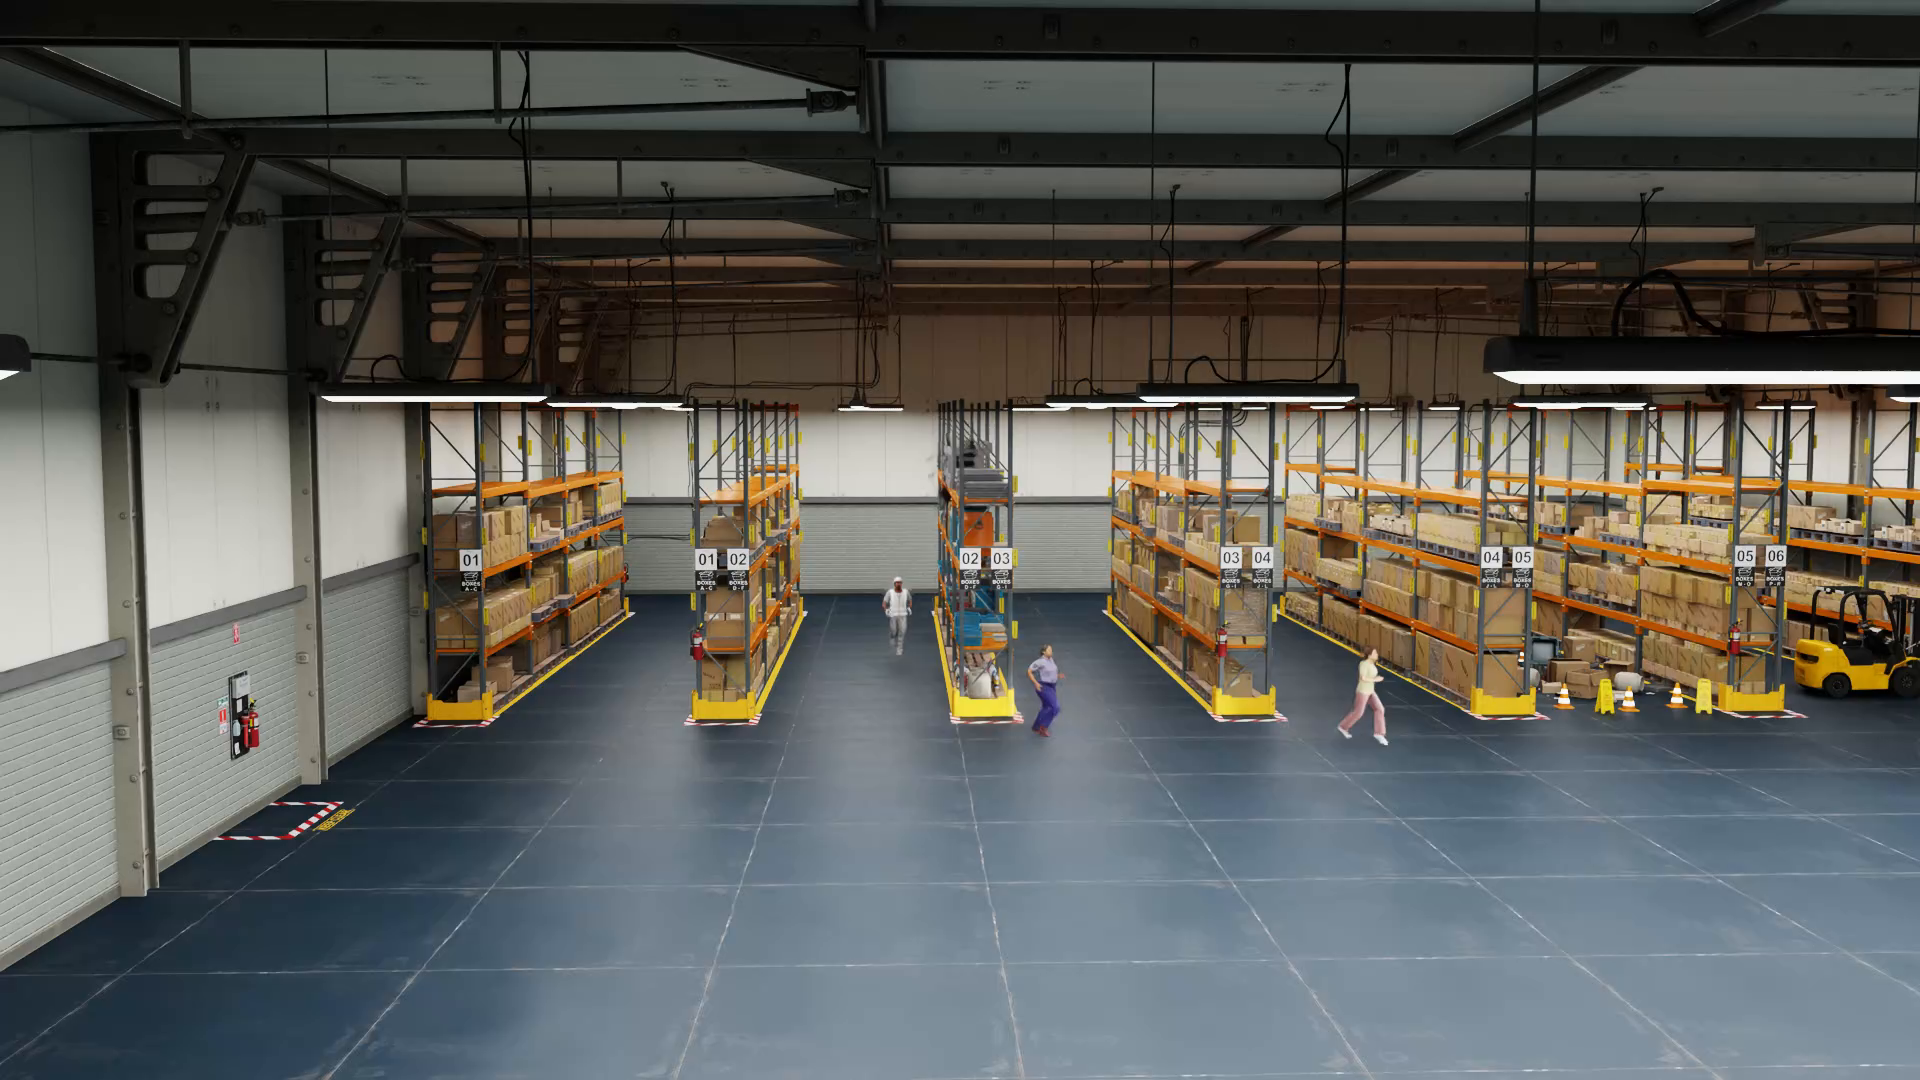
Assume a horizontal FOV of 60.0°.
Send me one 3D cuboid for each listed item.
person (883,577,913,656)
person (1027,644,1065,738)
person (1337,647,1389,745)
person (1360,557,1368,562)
[{"bbox_3d":[-1.407,1.680,37.535,0.650,1.695,0.676,-1,4,-11],"label":"person"},{"bbox_3d":[1.555,2.674,29.460,0.669,1.640,0.577,2,5,26],"label":"person"},{"bbox_3d":[7.028,2.694,28.966,0.930,1.704,0.599,3,5,31],"label":"person"},{"bbox_3d":[11.692,1.118,49.020,0.830,1.824,0.681,0,4,-6],"label":"person"}]
